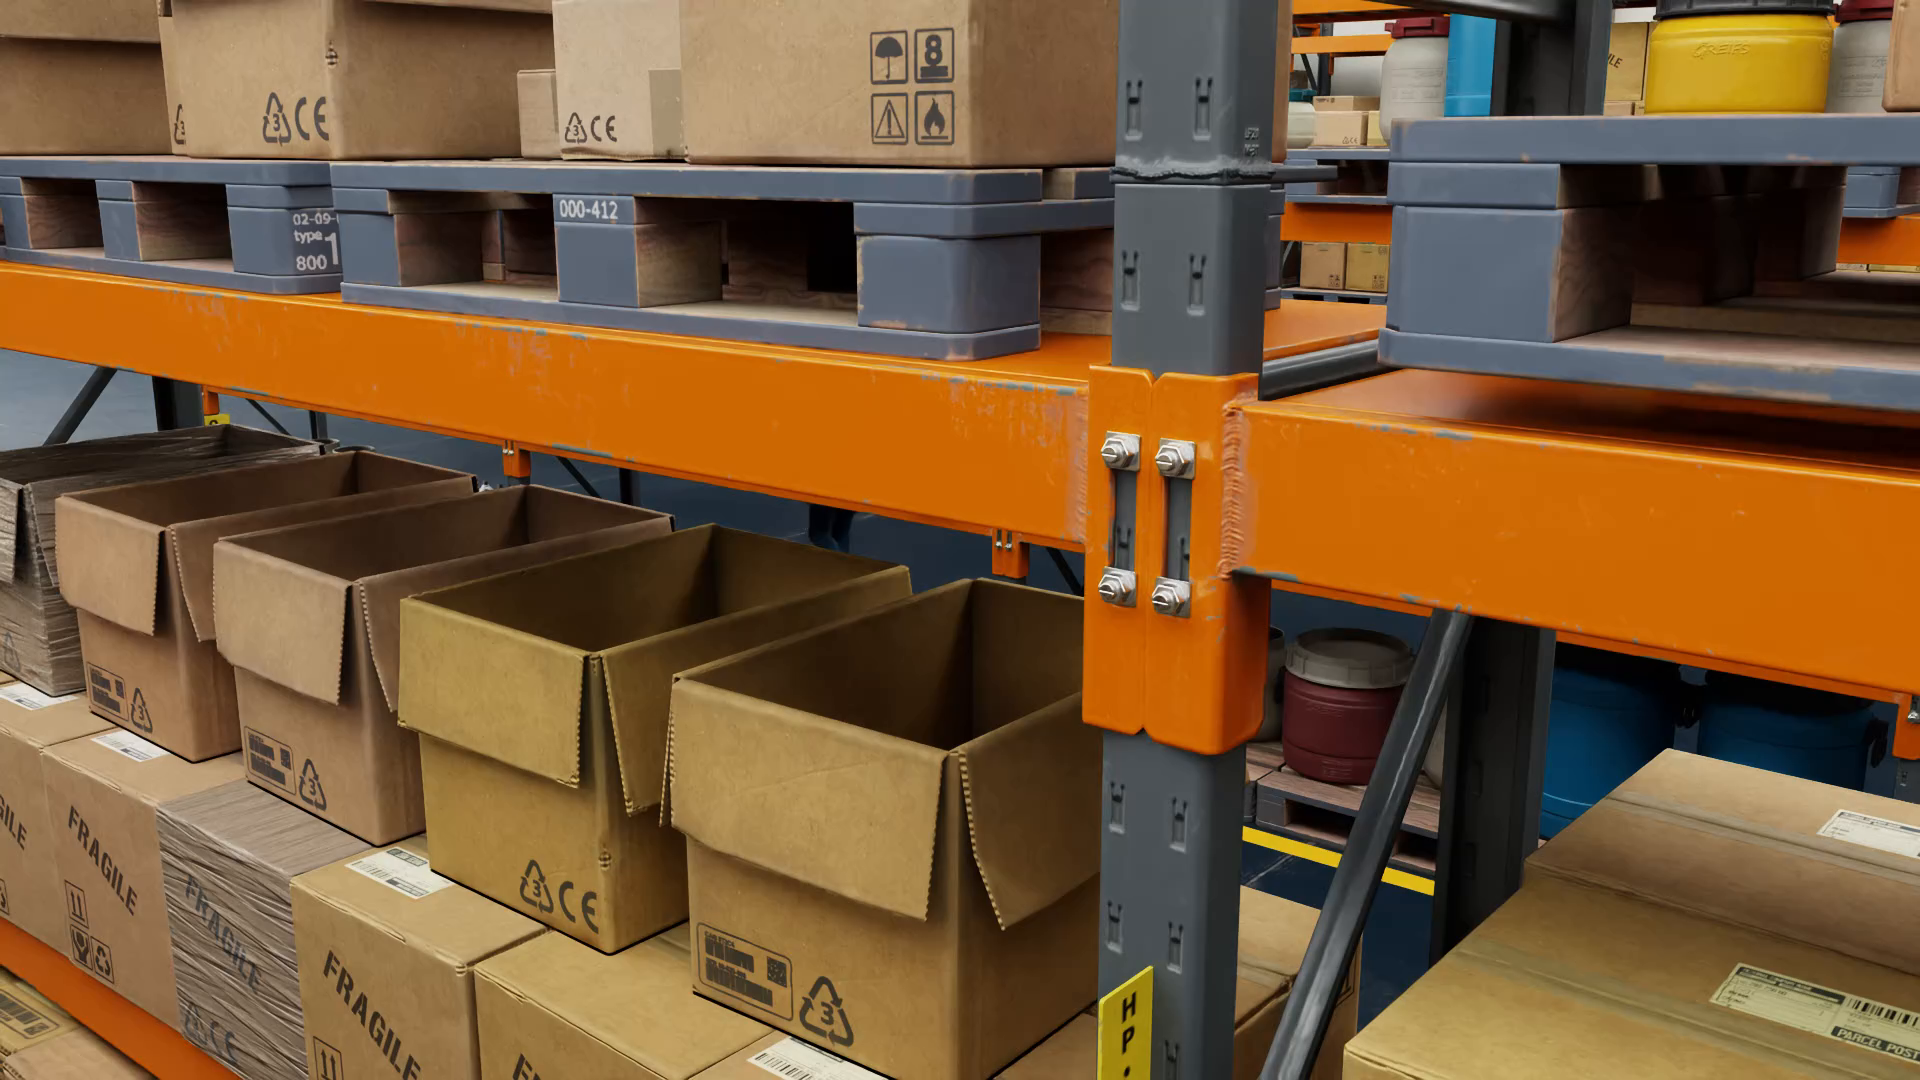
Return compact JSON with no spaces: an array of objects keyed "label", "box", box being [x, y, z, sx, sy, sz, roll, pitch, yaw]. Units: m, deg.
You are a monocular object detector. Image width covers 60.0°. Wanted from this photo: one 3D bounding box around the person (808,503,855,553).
[{"label":"person","box":[-0.795,-0.327,10.939,0.415,1.578,0.621,-7,15,-26]}]
